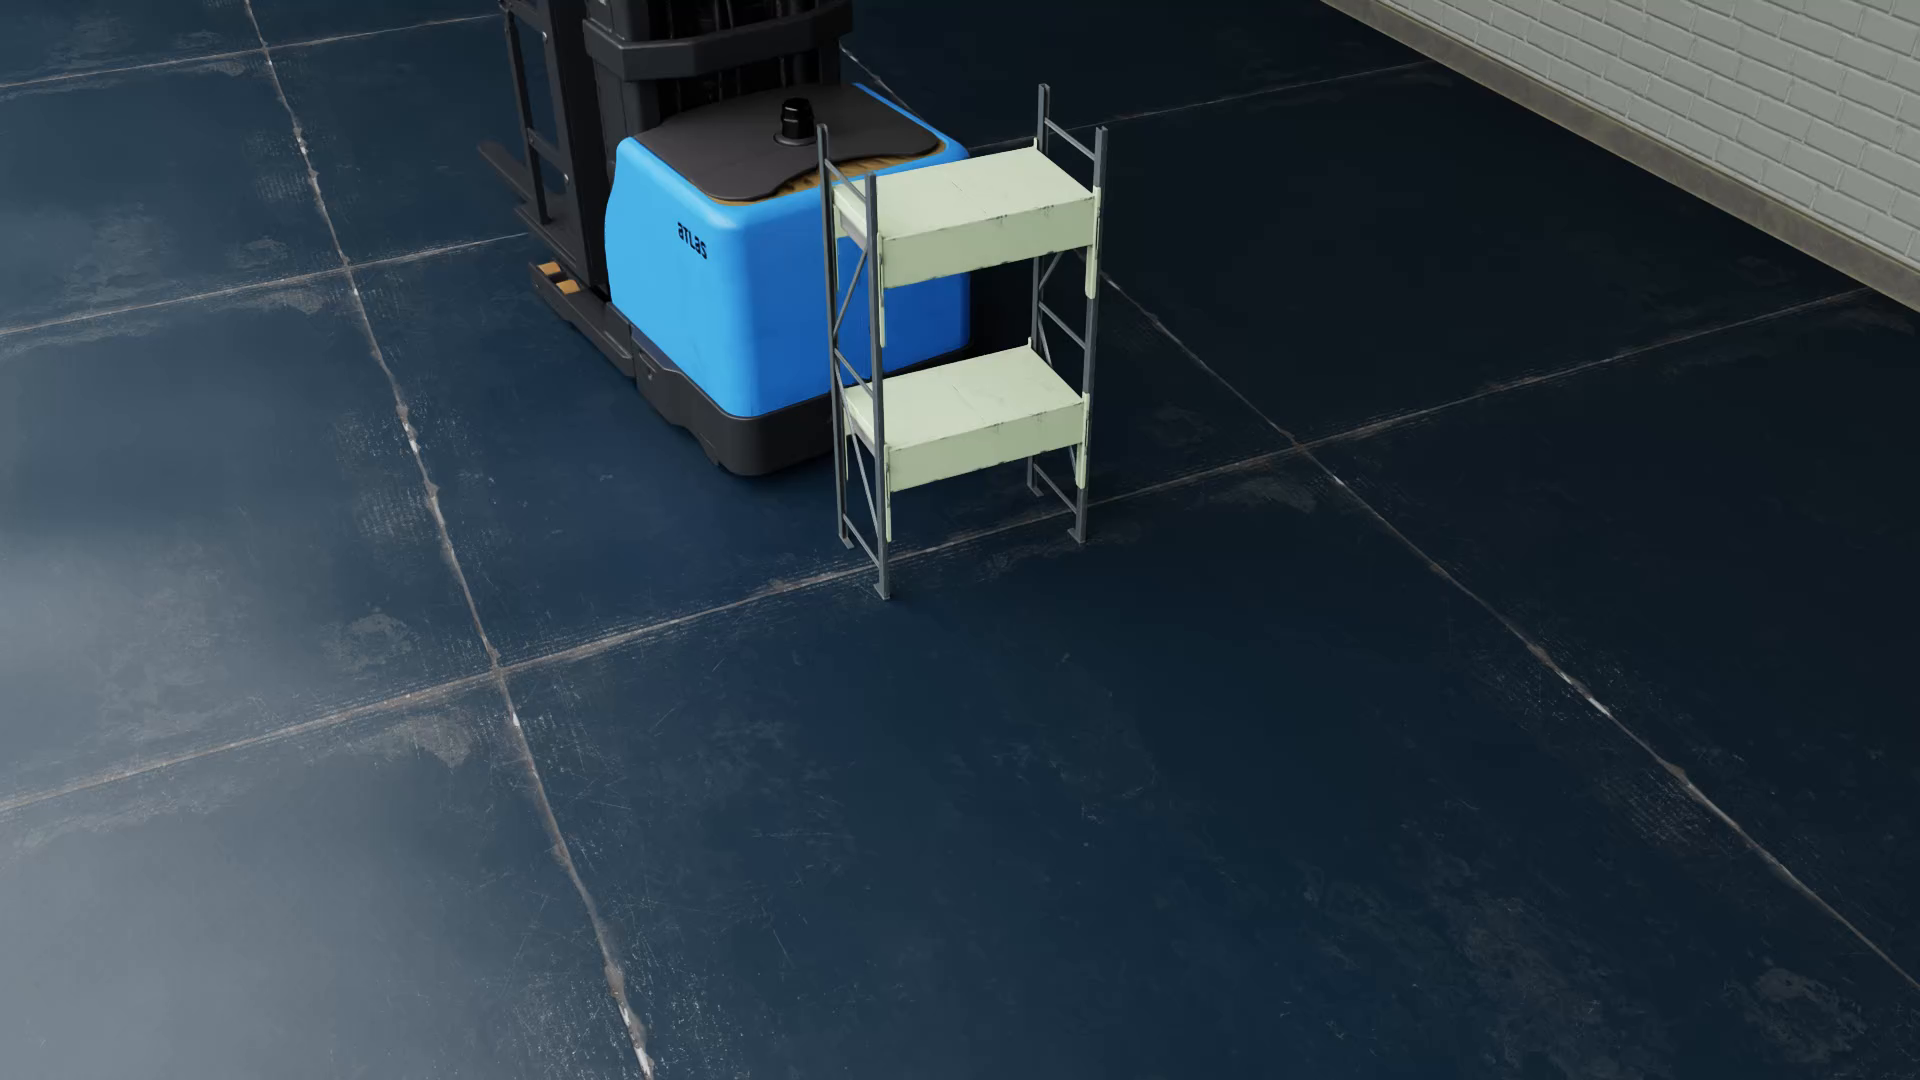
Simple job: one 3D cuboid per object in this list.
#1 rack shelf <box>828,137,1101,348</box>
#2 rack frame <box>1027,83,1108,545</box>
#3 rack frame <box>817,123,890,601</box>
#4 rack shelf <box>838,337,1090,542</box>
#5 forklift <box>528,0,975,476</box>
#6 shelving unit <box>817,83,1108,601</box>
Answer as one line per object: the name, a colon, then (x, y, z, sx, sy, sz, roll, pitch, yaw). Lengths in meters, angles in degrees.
rack shelf: (0.006, -0.918, 5.073, 0.720, 0.370, 0.431, -16, 39, -20)
rack frame: (0.337, -0.697, 5.430, 0.023, 1.500, 0.400, -16, 39, -20)
rack frame: (-0.325, -0.511, 5.181, 0.023, 1.500, 0.400, -16, 39, -20)
rack shelf: (0.006, -0.342, 5.500, 0.720, 0.370, 0.431, -16, 39, -20)
forklift: (-1.181, -2.245, 6.317, 1.130, 2.935, 3.031, -22, 42, -26)
shelving unit: (0.006, -0.604, 5.305, 0.755, 1.500, 0.431, -16, 39, -20)
